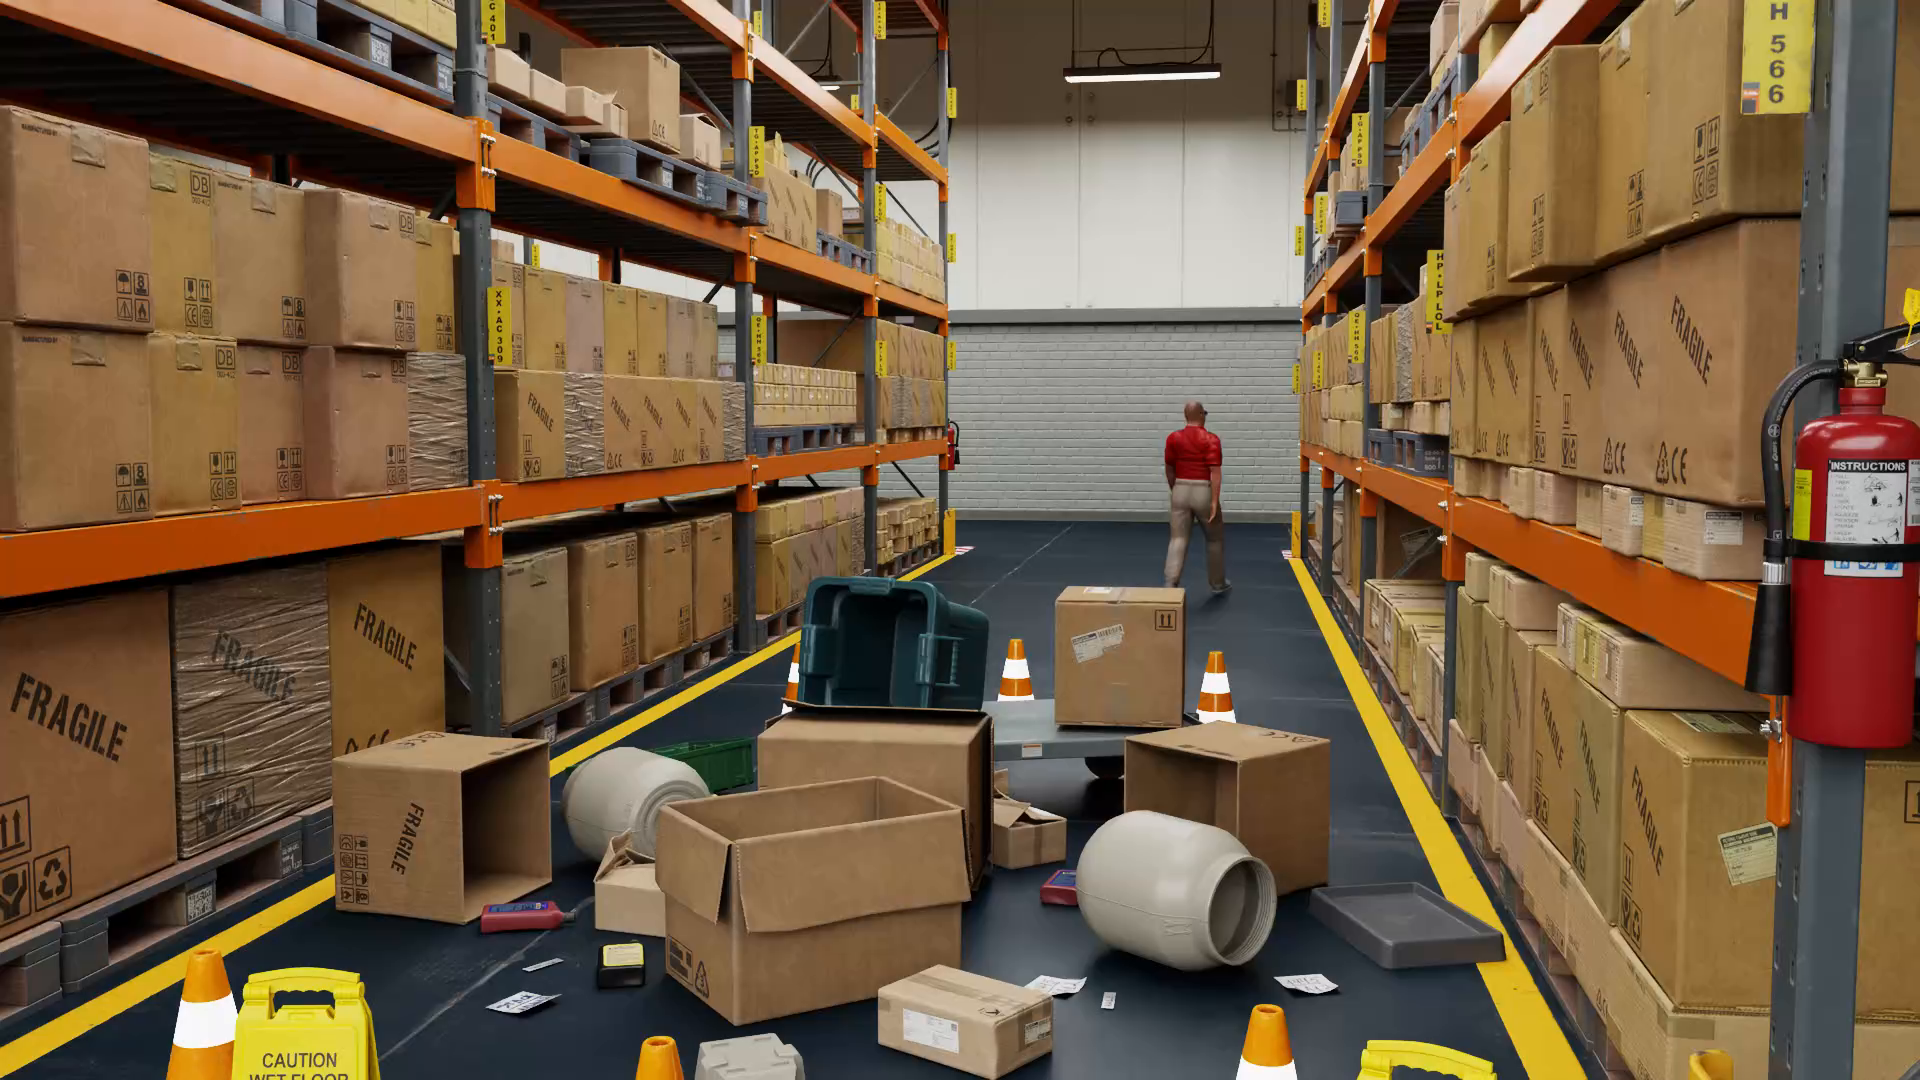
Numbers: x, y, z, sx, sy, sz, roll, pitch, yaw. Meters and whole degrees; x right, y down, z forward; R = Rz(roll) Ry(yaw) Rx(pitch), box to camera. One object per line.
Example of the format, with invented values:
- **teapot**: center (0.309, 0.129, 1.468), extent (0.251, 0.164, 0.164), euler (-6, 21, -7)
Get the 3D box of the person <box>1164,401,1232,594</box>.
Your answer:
- **person**: center (2.055, -0.361, 14.429), extent (0.539, 1.681, 0.931), euler (2, 5, 24)
